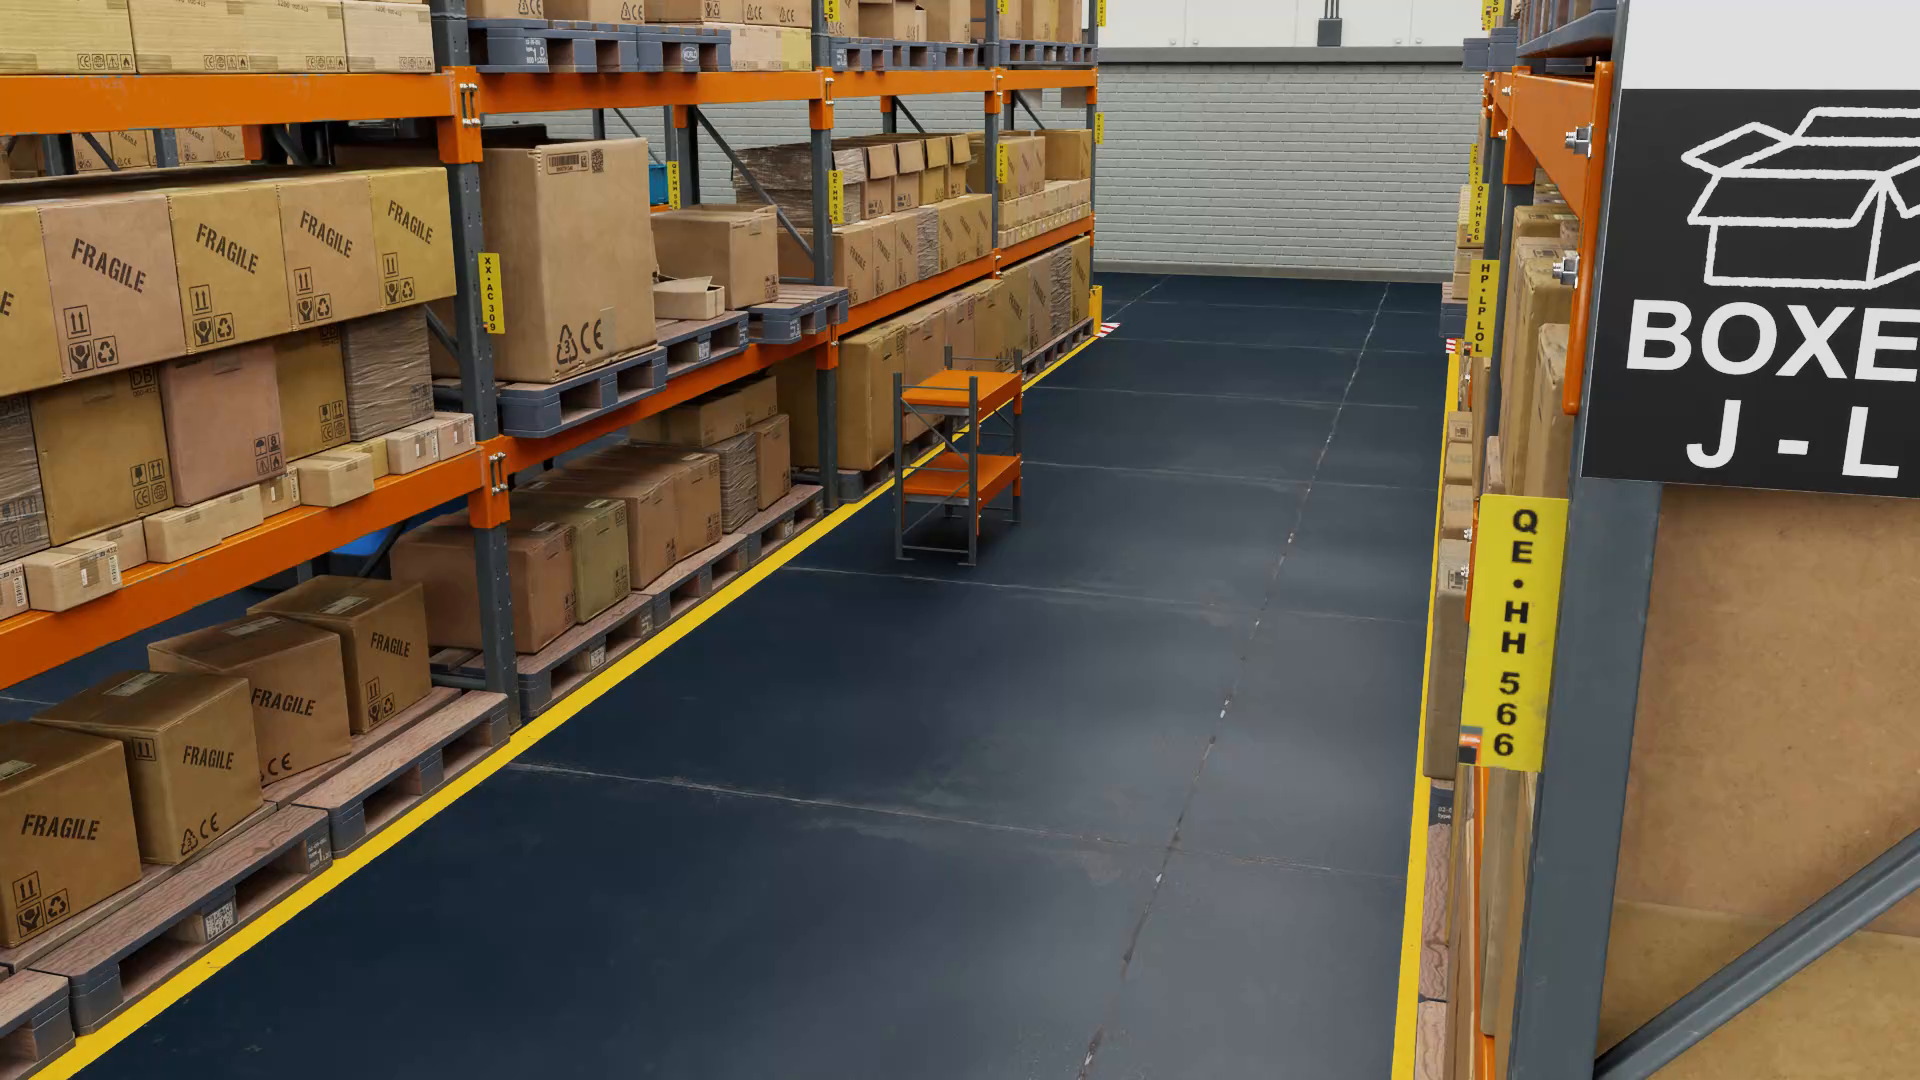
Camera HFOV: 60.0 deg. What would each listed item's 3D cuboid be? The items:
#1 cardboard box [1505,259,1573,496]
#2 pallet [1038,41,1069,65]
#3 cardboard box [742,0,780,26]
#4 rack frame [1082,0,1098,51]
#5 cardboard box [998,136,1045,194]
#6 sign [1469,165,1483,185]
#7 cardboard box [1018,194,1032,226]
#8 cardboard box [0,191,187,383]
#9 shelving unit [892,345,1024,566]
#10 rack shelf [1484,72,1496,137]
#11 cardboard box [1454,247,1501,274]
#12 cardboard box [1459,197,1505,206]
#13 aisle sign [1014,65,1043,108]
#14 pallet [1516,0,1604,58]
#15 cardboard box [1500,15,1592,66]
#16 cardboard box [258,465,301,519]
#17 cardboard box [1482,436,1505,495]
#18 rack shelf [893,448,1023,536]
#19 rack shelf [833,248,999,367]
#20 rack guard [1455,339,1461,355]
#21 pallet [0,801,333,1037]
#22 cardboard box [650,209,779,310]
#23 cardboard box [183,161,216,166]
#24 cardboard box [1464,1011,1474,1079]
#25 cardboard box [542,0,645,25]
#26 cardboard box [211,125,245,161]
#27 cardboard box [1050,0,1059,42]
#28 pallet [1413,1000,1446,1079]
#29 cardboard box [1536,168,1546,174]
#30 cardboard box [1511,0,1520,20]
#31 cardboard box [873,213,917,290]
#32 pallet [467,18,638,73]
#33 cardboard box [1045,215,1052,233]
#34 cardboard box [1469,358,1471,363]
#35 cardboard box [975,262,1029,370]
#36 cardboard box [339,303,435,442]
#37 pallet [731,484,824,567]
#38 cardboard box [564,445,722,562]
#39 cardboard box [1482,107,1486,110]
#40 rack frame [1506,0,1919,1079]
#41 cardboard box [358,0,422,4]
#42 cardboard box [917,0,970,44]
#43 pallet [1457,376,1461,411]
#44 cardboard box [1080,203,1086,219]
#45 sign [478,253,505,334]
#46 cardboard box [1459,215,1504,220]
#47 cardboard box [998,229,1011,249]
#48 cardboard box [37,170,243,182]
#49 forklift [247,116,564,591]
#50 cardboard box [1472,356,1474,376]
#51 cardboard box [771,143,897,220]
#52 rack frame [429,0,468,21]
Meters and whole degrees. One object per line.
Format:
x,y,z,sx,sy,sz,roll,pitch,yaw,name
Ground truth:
1.673,-0.296,3.622,0.875,0.550,0.500,5,16,16,cardboard box
0.422,-4.657,15.916,1.003,0.211,1.213,5,16,16,pallet
-1.337,-3.131,9.275,0.500,0.500,0.500,5,16,16,cardboard box
0.968,-6.658,17.311,1.000,3.000,0.127,5,16,16,rack frame
0.503,-3.527,15.622,0.500,0.500,0.500,4,16,14,cardboard box
4.035,-2.771,13.014,0.100,0.325,0.005,5,16,16,sign
0.362,-3.028,15.239,0.500,0.250,0.500,5,16,16,cardboard box
-2.736,-0.773,4.997,0.500,0.500,0.500,5,16,16,cardboard box
0.002,-0.543,10.182,0.538,1.125,1.048,5,16,16,shelving unit
3.989,-2.888,10.835,1.077,0.370,4.000,5,16,16,rack shelf
3.125,-1.656,9.817,0.380,0.149,0.250,5,17,17,cardboard box
3.638,-2.276,11.456,0.380,0.149,0.250,5,17,18,cardboard box
0.701,-5.064,17.923,0.394,0.787,0.004,5,16,16,aisle sign
2.042,-1.408,4.462,1.003,0.211,1.213,5,16,16,pallet
3.340,-2.928,9.474,0.500,0.500,0.500,5,16,16,cardboard box
-2.592,-0.177,5.918,0.380,0.149,0.250,5,16,16,cardboard box
1.790,0.082,4.268,0.875,0.550,0.550,5,16,16,cardboard box
0.002,-0.308,10.249,0.538,0.278,1.000,5,16,16,rack shelf
-0.737,-1.856,12.693,1.077,0.370,4.000,5,16,16,rack shelf
5.673,-2.138,16.951,1.175,0.500,0.348,5,16,16,rack guard
-2.944,1.208,5.683,1.003,0.211,1.213,5,16,16,pallet
-1.484,-1.630,9.628,0.700,0.500,0.500,7,17,24,cardboard box
-8.830,-4.053,18.937,0.500,0.500,0.500,4,16,15,cardboard box
1.277,1.463,2.798,0.875,0.875,0.875,5,17,16,cardboard box
-1.947,-2.689,7.856,0.797,0.503,0.637,5,17,18,cardboard box
-8.678,-4.664,19.260,0.500,0.500,0.500,5,17,17,cardboard box
0.596,-5.235,16.655,0.700,0.500,0.500,4,16,14,cardboard box
1.648,1.634,4.183,1.003,0.211,1.213,5,16,16,pallet
3.284,-1.680,8.739,0.700,0.500,0.500,5,16,16,cardboard box
3.004,-2.745,8.225,0.500,0.311,0.500,5,16,16,cardboard box
-0.620,-2.102,12.060,0.500,0.500,0.500,4,16,15,cardboard box
-2.165,-2.138,7.217,1.213,0.211,1.003,5,16,16,pallet
0.675,-3.064,16.094,0.380,0.149,0.250,4,16,14,cardboard box
3.657,-1.092,11.118,0.500,0.250,0.500,5,17,17,cardboard box
0.095,-2.071,15.259,0.875,0.875,0.875,5,16,16,cardboard box
-2.630,-0.710,6.608,0.875,0.500,0.500,5,16,16,cardboard box
-1.529,-0.133,10.410,1.003,0.211,1.213,5,16,16,pallet
-1.777,-0.216,9.368,0.700,0.500,0.500,6,17,21,cardboard box
5.312,-3.936,16.148,0.500,0.500,0.500,5,16,16,cardboard box
1.144,0.825,1.923,0.949,2.616,0.053,5,16,16,rack frame
-2.258,-2.087,6.239,0.380,0.149,0.250,5,17,18,cardboard box
-0.324,-4.266,13.422,0.700,0.500,0.500,5,17,17,cardboard box
4.715,-1.151,14.000,1.003,0.211,1.213,5,16,16,pallet
1.110,-3.464,17.505,0.380,0.149,0.250,5,17,16,cardboard box
-1.920,-1.008,6.801,0.100,0.325,0.005,5,16,16,sign
3.194,-1.864,10.005,0.380,0.149,0.250,4,16,15,cardboard box
0.234,-2.656,14.656,0.380,0.149,0.250,5,16,16,cardboard box
-2.955,-1.075,6.063,0.500,0.500,0.500,5,16,16,cardboard box
-3.138,-1.449,10.068,1.130,2.935,3.031,5,17,16,forklift
2.893,-1.086,8.477,0.500,0.500,0.500,4,16,15,cardboard box
-0.895,-2.570,11.870,0.797,0.503,0.637,5,17,17,cardboard box
-2.442,-3.518,6.242,1.000,3.000,0.127,5,16,16,rack frame
